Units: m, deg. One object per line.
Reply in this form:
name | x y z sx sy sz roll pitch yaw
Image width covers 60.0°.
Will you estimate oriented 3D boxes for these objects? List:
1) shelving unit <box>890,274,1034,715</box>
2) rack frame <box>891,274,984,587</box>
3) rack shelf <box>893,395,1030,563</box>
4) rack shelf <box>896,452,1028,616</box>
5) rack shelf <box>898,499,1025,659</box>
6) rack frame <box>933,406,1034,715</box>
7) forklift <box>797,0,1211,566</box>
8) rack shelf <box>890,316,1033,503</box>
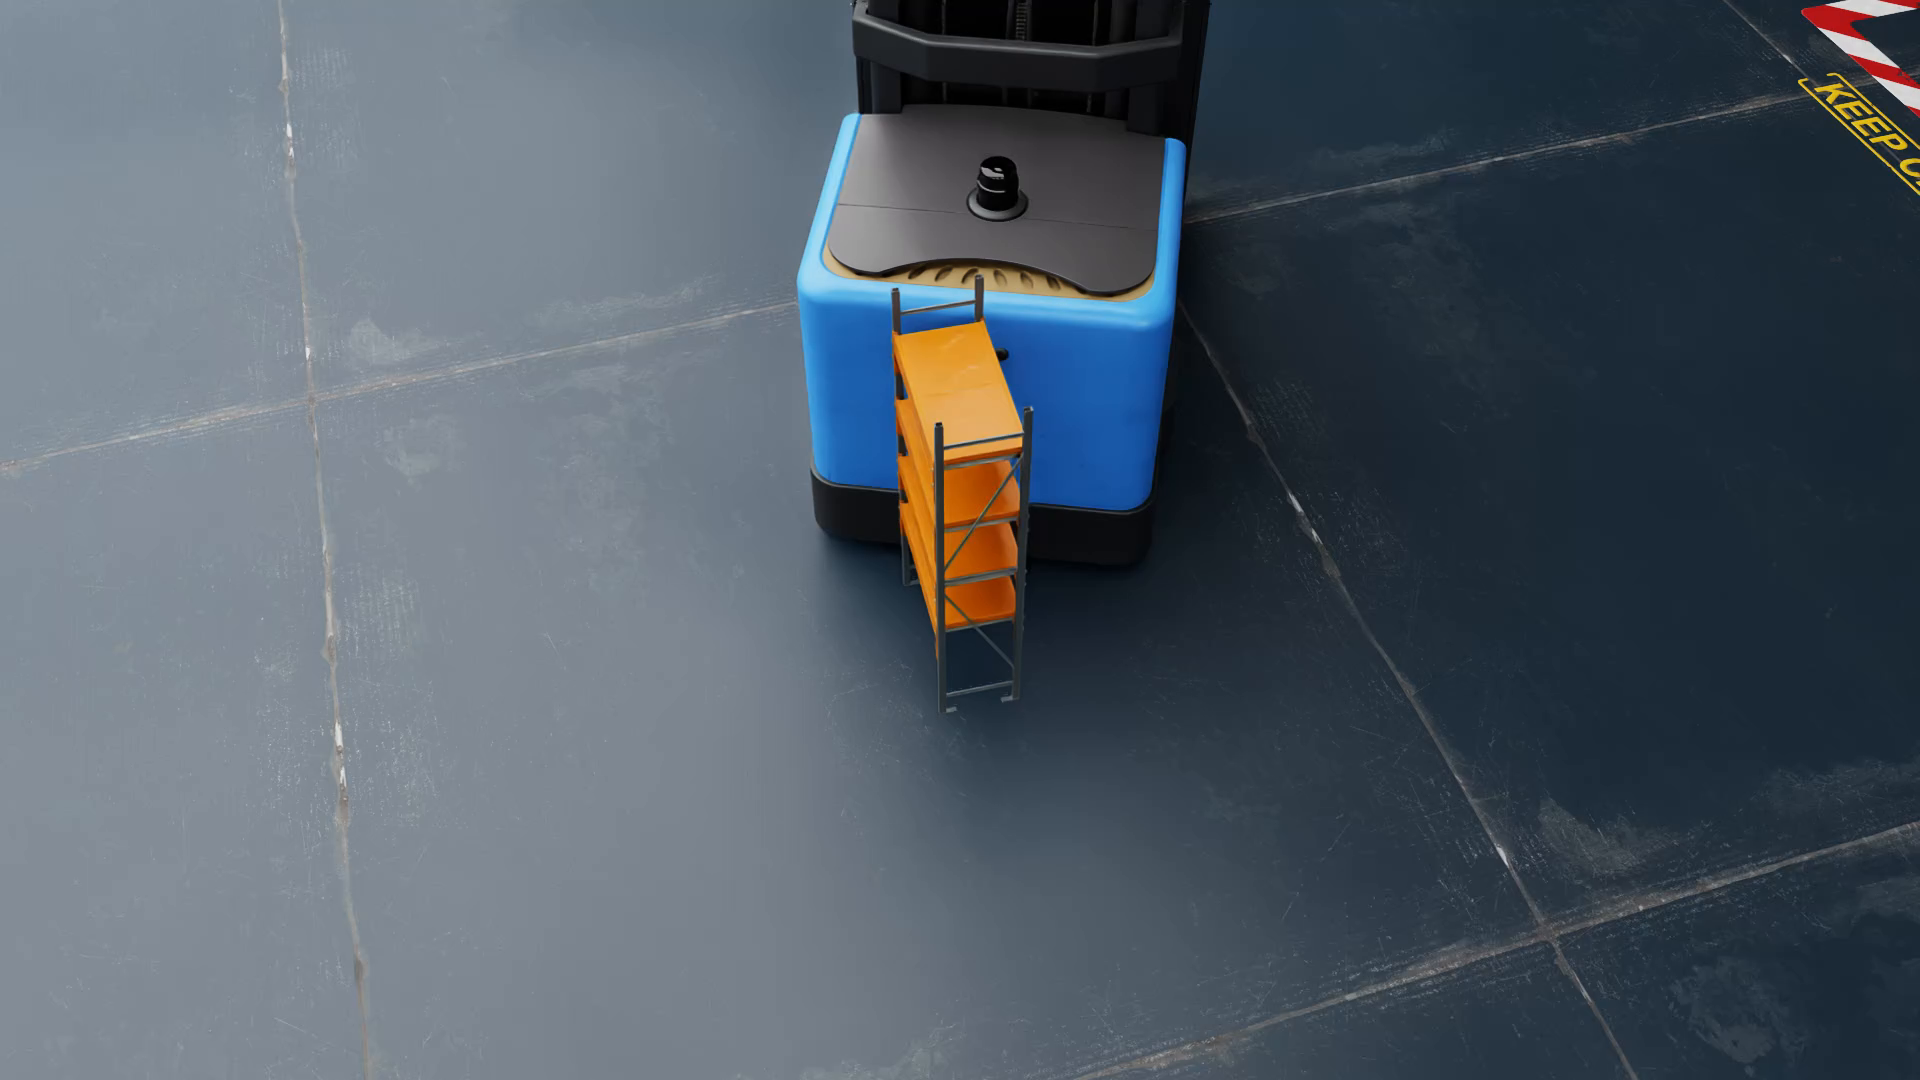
shelving unit | -0.001 -0.086 4.538 0.258 1.200 0.503 -10 51 -9
rack frame | -0.057 -0.268 4.691 0.240 1.200 0.015 -10 51 -9
rack shelf | -0.001 -0.187 4.418 0.258 0.148 0.480 -10 51 -9
rack shelf | -0.001 -0.043 4.589 0.258 0.148 0.480 -10 51 -9
rack shelf | -0.001 0.085 4.741 0.258 0.148 0.480 -10 51 -9
rack frame | 0.056 0.095 4.385 0.240 1.200 0.015 -10 51 -9
forklift | 0.247 -2.010 5.027 1.130 2.935 3.031 6 50 5
rack shelf | -0.001 -0.339 4.237 0.258 0.148 0.480 -10 51 -9
